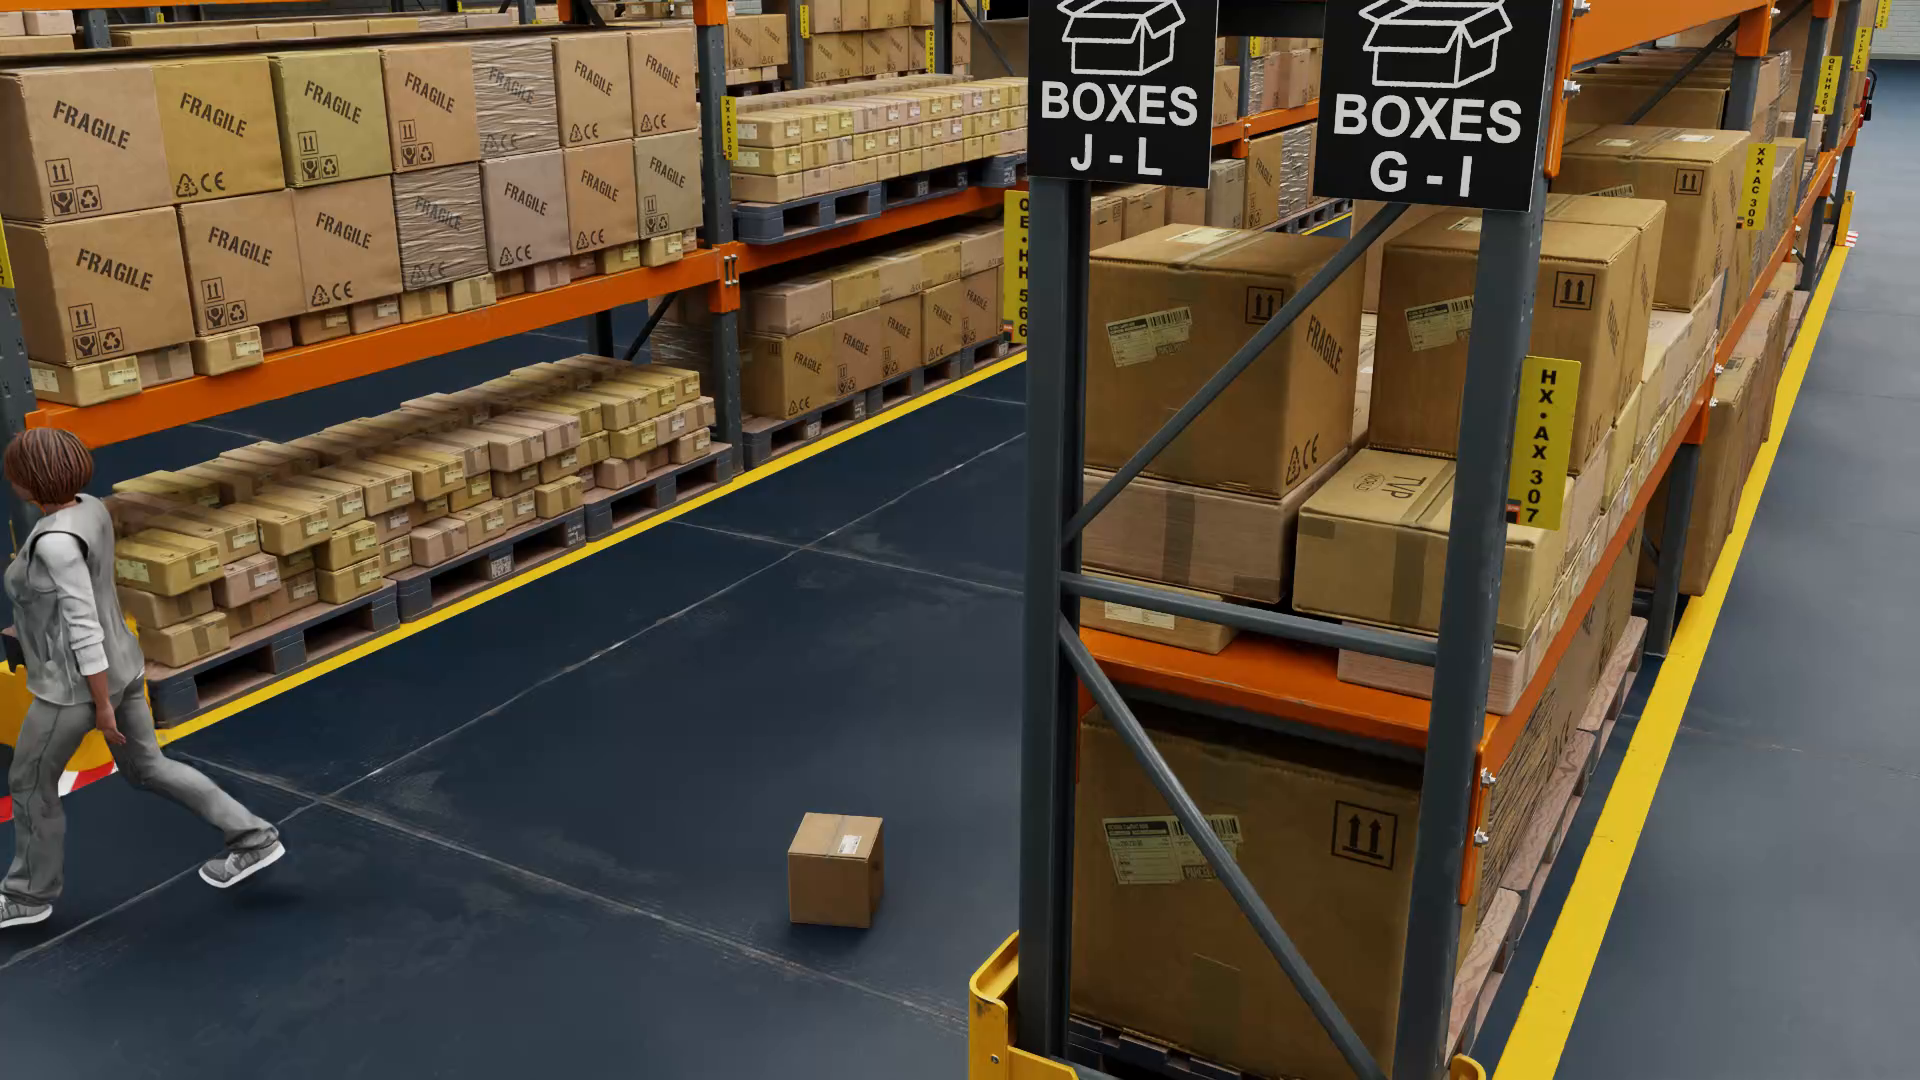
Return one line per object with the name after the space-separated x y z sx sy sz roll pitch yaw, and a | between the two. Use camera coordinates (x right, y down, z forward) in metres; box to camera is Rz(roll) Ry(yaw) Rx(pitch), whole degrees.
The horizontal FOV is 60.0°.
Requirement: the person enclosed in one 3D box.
-2.597 0.397 4.962 0.952 1.543 0.427 -3 20 -7 | person
